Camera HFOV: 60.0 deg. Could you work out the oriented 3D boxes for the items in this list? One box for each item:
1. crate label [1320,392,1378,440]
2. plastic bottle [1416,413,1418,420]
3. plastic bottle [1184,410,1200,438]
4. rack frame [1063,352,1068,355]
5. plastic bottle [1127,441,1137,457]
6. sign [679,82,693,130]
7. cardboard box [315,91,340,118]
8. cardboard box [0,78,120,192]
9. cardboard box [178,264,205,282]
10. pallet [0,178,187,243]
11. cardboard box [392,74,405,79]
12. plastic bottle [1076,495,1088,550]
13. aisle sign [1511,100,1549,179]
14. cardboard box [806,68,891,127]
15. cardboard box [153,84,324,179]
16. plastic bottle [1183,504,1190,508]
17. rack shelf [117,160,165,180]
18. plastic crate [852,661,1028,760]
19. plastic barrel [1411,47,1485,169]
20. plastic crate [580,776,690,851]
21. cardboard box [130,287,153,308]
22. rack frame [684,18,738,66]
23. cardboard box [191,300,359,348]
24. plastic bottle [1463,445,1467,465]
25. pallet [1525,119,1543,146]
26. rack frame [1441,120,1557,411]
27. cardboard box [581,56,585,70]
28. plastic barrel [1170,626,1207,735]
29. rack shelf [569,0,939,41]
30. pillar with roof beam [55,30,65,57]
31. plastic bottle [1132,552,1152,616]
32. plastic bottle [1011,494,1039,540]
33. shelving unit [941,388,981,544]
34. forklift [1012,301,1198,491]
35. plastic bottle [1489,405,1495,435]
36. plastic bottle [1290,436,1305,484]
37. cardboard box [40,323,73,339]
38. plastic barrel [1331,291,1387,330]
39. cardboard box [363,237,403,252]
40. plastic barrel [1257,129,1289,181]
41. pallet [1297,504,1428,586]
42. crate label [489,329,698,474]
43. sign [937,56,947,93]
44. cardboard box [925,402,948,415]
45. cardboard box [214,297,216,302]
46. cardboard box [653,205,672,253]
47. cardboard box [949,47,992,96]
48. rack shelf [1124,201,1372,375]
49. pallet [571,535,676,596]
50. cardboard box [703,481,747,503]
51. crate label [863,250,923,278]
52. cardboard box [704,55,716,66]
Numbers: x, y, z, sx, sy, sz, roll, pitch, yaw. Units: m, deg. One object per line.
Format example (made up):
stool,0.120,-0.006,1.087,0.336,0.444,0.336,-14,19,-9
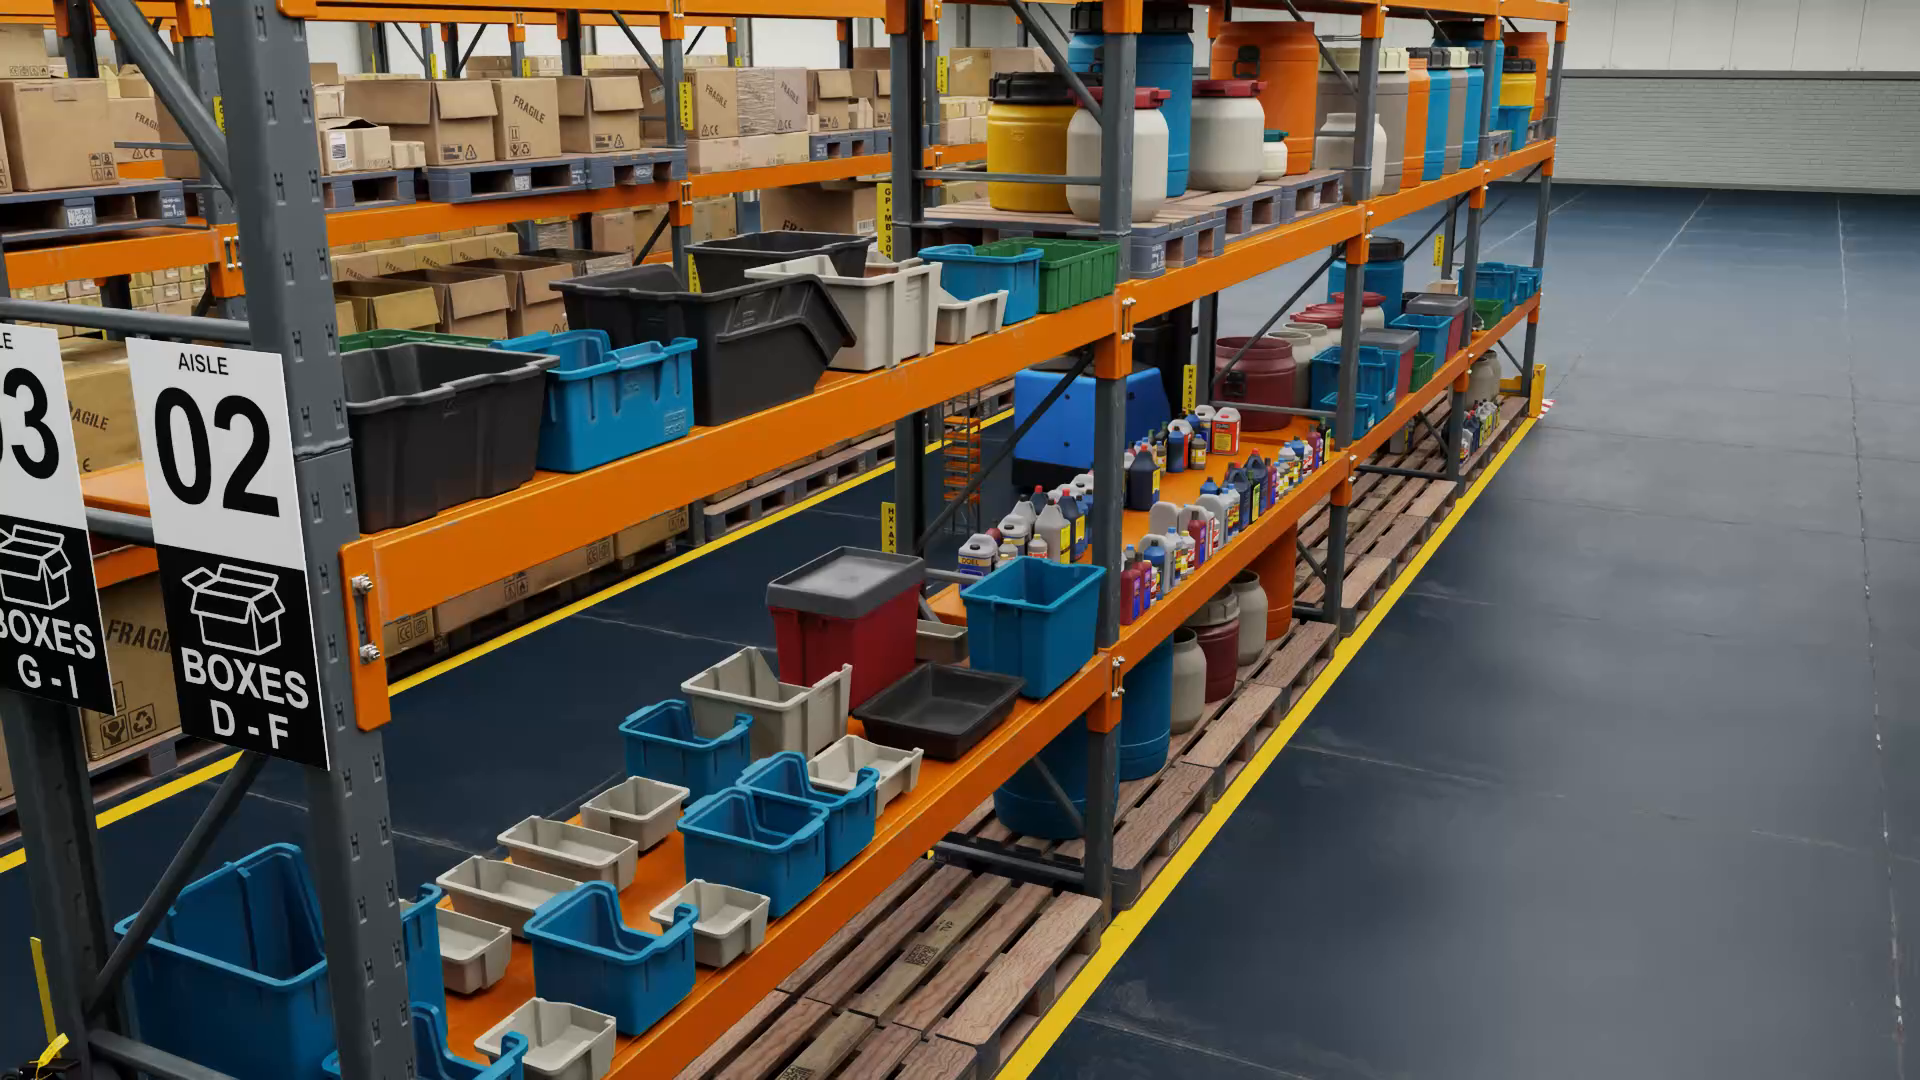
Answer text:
crate label,2.505,-0.798,10.735,0.303,0.233,0.416,8,18,25
plastic bottle,4.421,-1.277,16.197,0.097,0.201,0.097,0,17,0
plastic bottle,1.423,-0.661,10.209,0.097,0.271,0.097,0,17,0
rack frame,1.125,-3.486,19.493,1.000,3.000,0.127,8,18,25
plastic bottle,0.942,-0.405,9.323,0.061,0.283,0.133,8,18,25
sign,-1.957,-3.099,11.875,0.100,0.325,0.005,8,18,25
cardboard box,-6.097,-4.004,15.320,0.500,0.250,0.500,9,19,27
cardboard box,-4.533,-1.958,7.990,0.700,0.500,0.500,7,18,22
cardboard box,-6.650,-2.288,14.118,0.380,0.149,0.250,7,18,23
pallet,-4.612,-1.618,8.090,1.003,0.211,1.213,8,18,25
cardboard box,-7.777,-6.262,22.612,0.380,0.149,0.250,8,19,26
plastic bottle,0.590,-0.089,8.283,0.097,0.271,0.097,0,17,0
aisle sign,5.854,-4.083,16.936,0.394,0.787,0.004,8,18,25
cardboard box,-0.961,-4.049,15.200,0.797,0.503,0.637,7,18,23
cardboard box,-3.987,-2.266,9.202,0.700,0.500,0.500,9,19,27
plastic bottle,1.139,-0.080,8.373,0.097,0.201,0.097,0,17,0
rack shelf,-7.735,-2.689,12.804,1.077,0.370,4.000,8,18,25
plastic crate,-0.066,0.623,6.036,0.437,0.125,0.590,8,18,25
plastic barrel,3.736,-3.358,12.913,0.600,0.901,0.708,8,18,25
plastic crate,-1.030,0.863,5.209,0.298,0.136,0.250,8,18,25
cardboard box,-6.888,-2.009,13.702,0.380,0.149,0.250,9,19,27
rack frame,-3.267,-7.019,20.850,1.000,3.000,0.127,8,18,25
cardboard box,-3.959,-1.122,9.596,0.797,0.503,0.637,8,18,24
plastic bottle,4.349,-0.758,14.449,0.097,0.201,0.097,0,17,0
pallet,5.099,-4.005,16.304,1.003,0.211,1.213,8,18,25
rack frame,5.556,-2.856,17.371,1.000,3.000,0.127,8,18,25
cardboard box,-4.361,-5.252,18.298,0.380,0.149,0.250,8,18,25
plastic barrel,1.101,0.743,8.887,0.421,0.512,0.421,0,17,0
rack shelf,-1.556,-4.297,13.653,1.077,0.370,4.000,8,18,25
pillar with roof beam,-9.449,-7.643,22.952,9.100,9.000,0.400,8,18,25
plastic bottle,0.799,0.184,7.343,0.061,0.283,0.133,8,18,25
plastic bottle,0.312,-0.051,8.016,0.144,0.351,0.185,8,18,25
shelving unit,0.006,-0.579,12.866,0.258,1.200,0.189,8,18,25
forklift,1.687,-2.096,14.934,1.130,2.935,3.031,11,20,32
plastic bottle,4.929,-1.141,15.610,0.152,0.276,0.135,8,18,24
plastic bottle,1.924,-0.464,9.543,0.097,0.271,0.097,0,17,0
cardboard box,-7.229,-1.676,13.102,0.380,0.149,0.250,9,19,27
plastic barrel,3.145,-1.686,13.195,0.433,0.535,0.433,0,17,0
cardboard box,-5.952,-3.136,16.381,0.700,0.500,0.500,8,18,25
plastic barrel,1.634,-2.099,9.061,0.301,0.262,0.301,0,17,0
pallet,2.909,0.017,12.598,1.003,0.211,1.213,8,18,25
crate label,-0.892,-0.341,3.897,0.408,0.251,0.502,8,18,25
sign,-0.164,-4.272,15.271,0.100,0.325,0.005,8,18,25
cardboard box,-0.448,-1.567,16.685,0.500,0.500,0.500,7,18,24
cardboard box,-6.399,-2.233,15.099,0.500,0.500,0.500,8,18,26
cardboard box,-3.981,-3.845,20.438,0.875,0.550,0.550,8,18,25
cardboard box,0.220,-5.010,17.781,0.500,0.500,0.500,8,18,25
rack shelf,1.088,-1.402,8.471,1.077,0.370,4.000,8,18,25
pallet,-2.869,0.080,12.385,1.003,0.211,1.213,8,18,25
cardboard box,-2.168,-0.634,13.509,0.700,0.500,0.500,7,18,22
crate label,-0.283,-1.023,6.395,0.293,0.136,0.466,8,18,25
cardboard box,-3.227,-5.899,20.478,0.380,0.149,0.250,8,18,26
